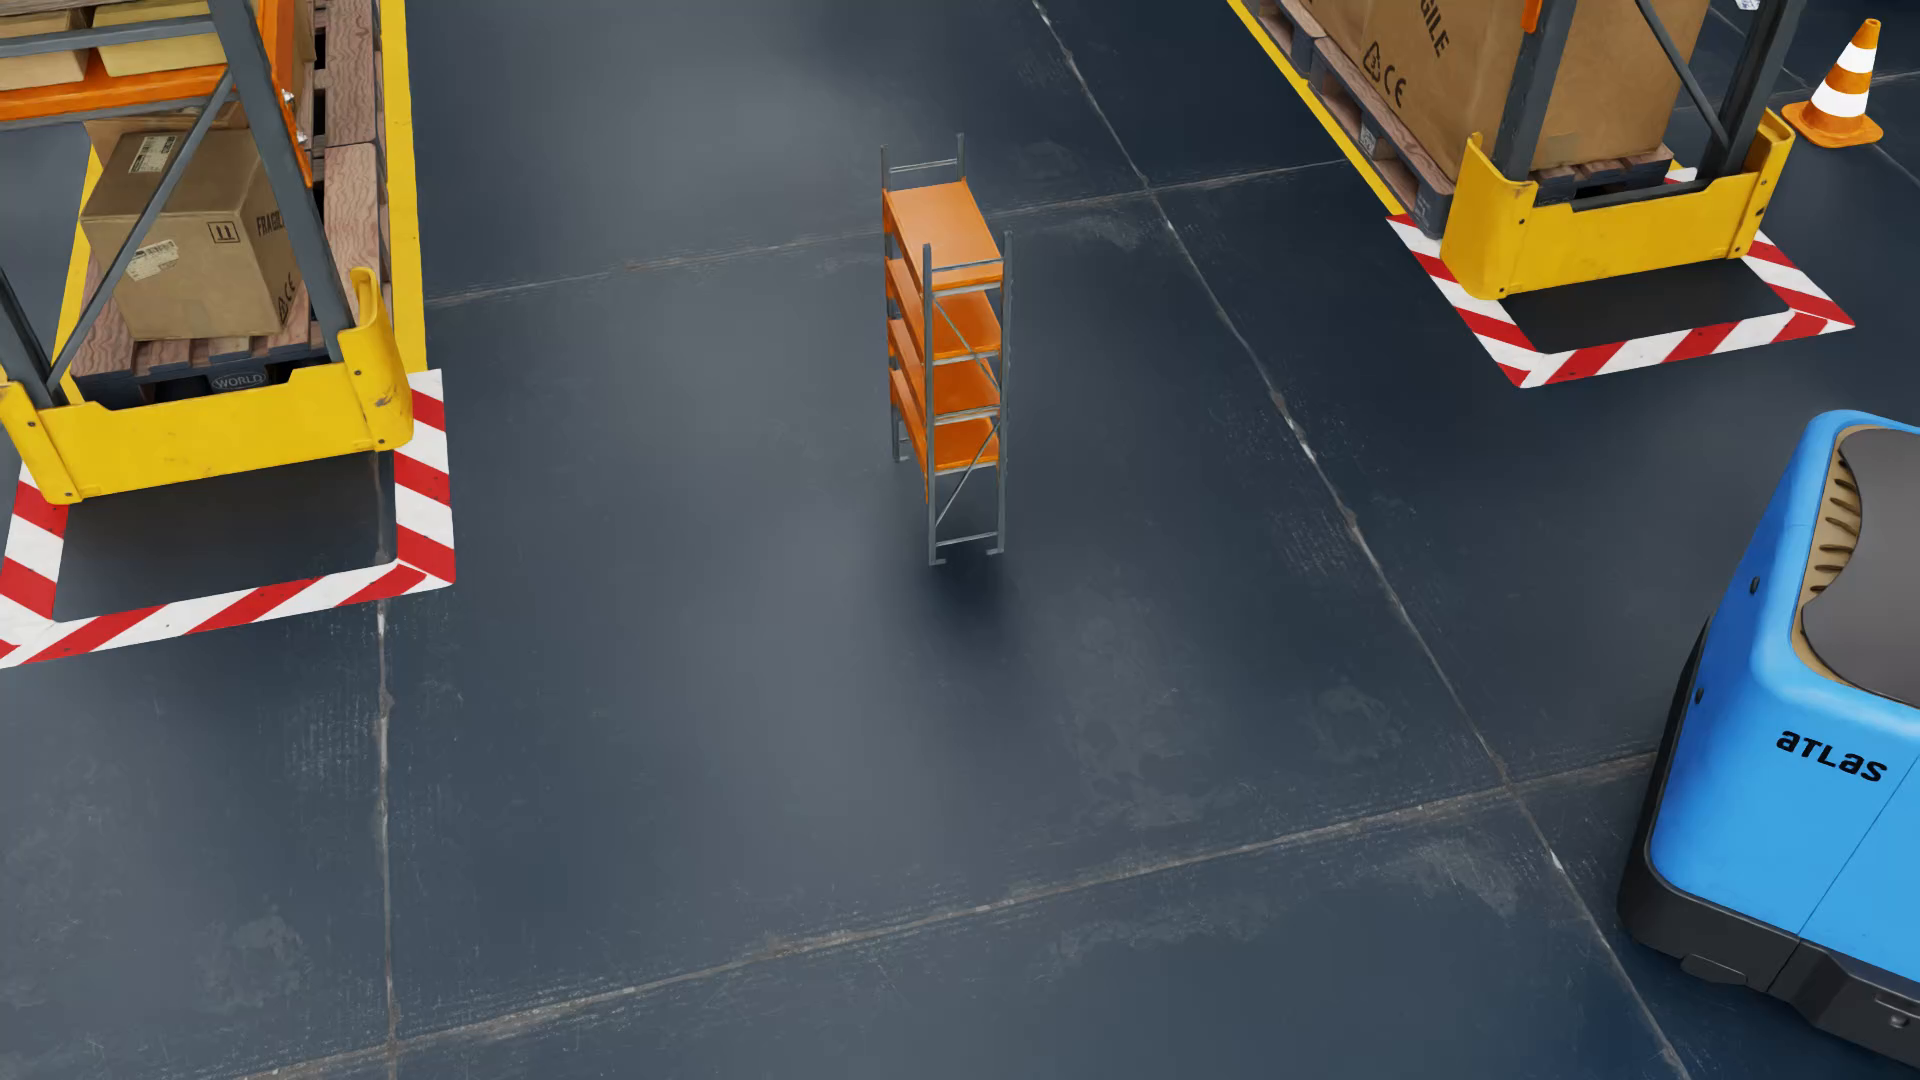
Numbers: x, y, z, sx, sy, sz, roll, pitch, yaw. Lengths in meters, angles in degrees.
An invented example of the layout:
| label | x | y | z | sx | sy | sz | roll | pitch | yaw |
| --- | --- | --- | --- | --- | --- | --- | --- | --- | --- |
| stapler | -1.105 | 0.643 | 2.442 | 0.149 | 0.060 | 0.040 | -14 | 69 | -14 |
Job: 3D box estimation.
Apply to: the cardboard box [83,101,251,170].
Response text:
| label | x | y | z | sx | sy | sz | roll | pitch | yaw |
| --- | --- | --- | --- | --- | --- | --- | --- | --- | --- |
| cardboard box | -2.745 | -1.438 | 6.016 | 0.500 | 0.500 | 0.500 | 0 | 46 | 0 |

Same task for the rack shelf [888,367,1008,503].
| label | x | y | z | sx | sy | sz | roll | pitch | yaw |
| --- | --- | --- | --- | --- | --- | --- | --- | --- | --- |
| rack shelf | -0.042 | -0.348 | 5.123 | 0.258 | 0.148 | 0.480 | -11 | 47 | -10 |

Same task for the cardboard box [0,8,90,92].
| label | x | y | z | sx | sy | sz | roll | pitch | yaw |
| --- | --- | --- | --- | --- | --- | --- | --- | --- | --- |
| cardboard box | -2.688 | -1.397 | 4.695 | 0.380 | 0.149 | 0.250 | -11 | 47 | -10 |

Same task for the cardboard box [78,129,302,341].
| label | x | y | z | sx | sy | sz | roll | pitch | yaw |
| --- | --- | --- | --- | --- | --- | --- | --- | --- | --- |
| cardboard box | -2.559 | -1.032 | 5.617 | 0.500 | 0.500 | 0.500 | -3 | 46 | -3 |

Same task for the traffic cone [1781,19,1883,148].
| label | x | y | z | sx | sy | sz | roll | pitch | yaw |
| --- | --- | --- | --- | --- | --- | --- | --- | --- | --- |
| traffic cone | 3.642 | -1.901 | 6.789 | 0.336 | 0.463 | 0.334 | -11 | 47 | -10 |

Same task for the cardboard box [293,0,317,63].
| label | x | y | z | sx | sy | sz | roll | pitch | yaw |
| --- | --- | --- | --- | --- | --- | --- | --- | --- | --- |
| cardboard box | -2.987 | -2.268 | 6.828 | 0.500 | 0.500 | 0.500 | -15 | 47 | -14 |

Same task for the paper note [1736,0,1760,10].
| label | x | y | z | sx | sy | sz | roll | pitch | yaw |
| --- | --- | --- | --- | --- | --- | --- | --- | --- | --- |
| paper note | 3.656 | -2.487 | 7.667 | 0.144 | 0.017 | 0.142 | 4 | 46 | 4 |

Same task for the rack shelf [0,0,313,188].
| label | x | y | z | sx | sy | sz | roll | pitch | yaw |
| --- | --- | --- | --- | --- | --- | --- | --- | --- | --- |
| rack shelf | -2.927 | -2.455 | 6.059 | 1.077 | 0.370 | 4.000 | -11 | 47 | -10 |

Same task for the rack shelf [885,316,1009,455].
| label | x | y | z | sx | sy | sz | roll | pitch | yaw |
| --- | --- | --- | --- | --- | --- | --- | --- | --- | --- |
| rack shelf | -0.042 | -0.487 | 4.982 | 0.258 | 0.148 | 0.480 | -11 | 47 | -10 |

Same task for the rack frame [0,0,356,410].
| label | x | y | z | sx | sy | sz | roll | pitch | yaw |
| --- | --- | --- | --- | --- | --- | --- | --- | --- | --- |
| rack frame | -2.415 | -1.326 | 4.449 | 1.000 | 3.000 | 0.127 | -11 | 47 | -10 |

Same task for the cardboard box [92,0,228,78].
| label | x | y | z | sx | sy | sz | roll | pitch | yaw |
| --- | --- | --- | --- | --- | --- | --- | --- | --- | --- |
| cardboard box | -2.258 | -1.478 | 4.774 | 0.380 | 0.149 | 0.250 | -11 | 47 | -10 |

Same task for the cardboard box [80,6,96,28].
| label | x | y | z | sx | sy | sz | roll | pitch | yaw |
| --- | --- | --- | --- | --- | --- | --- | --- | --- | --- |
| cardboard box | -2.751 | -1.570 | 4.864 | 0.380 | 0.149 | 0.250 | -11 | 47 | -10 |

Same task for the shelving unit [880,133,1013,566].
| label | x | y | z | sx | sy | sz | roll | pitch | yaw |
| --- | --- | --- | --- | --- | --- | --- | --- | --- | --- |
| shelving unit | -0.042 | -0.534 | 4.933 | 0.258 | 1.200 | 0.503 | -11 | 47 | -10 |

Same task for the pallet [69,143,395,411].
| label | x | y | z | sx | sy | sz | roll | pitch | yaw |
| --- | --- | --- | --- | --- | --- | --- | --- | --- | --- |
| pallet | -2.609 | -0.970 | 6.052 | 1.003 | 0.211 | 1.213 | -11 | 47 | -10 |

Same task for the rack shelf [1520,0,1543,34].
| label | x | y | z | sx | sy | sz | roll | pitch | yaw |
| --- | --- | --- | --- | --- | --- | --- | --- | --- | --- |
| rack shelf | 1.893 | -3.292 | 6.880 | 1.077 | 0.370 | 4.000 | -11 | 47 | -10 |

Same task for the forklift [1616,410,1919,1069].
| label | x | y | z | sx | sy | sz | roll | pitch | yaw |
| --- | --- | --- | --- | --- | --- | --- | --- | --- | --- |
| forklift | 3.216 | 0.177 | 3.025 | 3.031 | 2.935 | 1.130 | 20 | 49 | 19 |

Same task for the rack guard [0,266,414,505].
| label | x | y | z | sx | sy | sz | roll | pitch | yaw |
| --- | --- | --- | --- | --- | --- | --- | --- | --- | --- |
| rack guard | -2.435 | -0.503 | 5.393 | 1.175 | 0.500 | 0.348 | -11 | 47 | -10 |

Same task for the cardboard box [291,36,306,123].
| label | x | y | z | sx | sy | sz | roll | pitch | yaw |
| --- | --- | --- | --- | --- | --- | --- | --- | --- | --- |
| cardboard box | -2.887 | -1.874 | 6.443 | 0.500 | 0.500 | 0.500 | -7 | 46 | -7 |

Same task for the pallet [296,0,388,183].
| label | x | y | z | sx | sy | sz | roll | pitch | yaw |
| --- | --- | --- | --- | --- | --- | --- | --- | --- | --- |
| pallet | -2.917 | -1.810 | 6.876 | 1.003 | 0.211 | 1.213 | -11 | 47 | -10 |

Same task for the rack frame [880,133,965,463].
| label | x | y | z | sx | sy | sz | roll | pitch | yaw |
| --- | --- | --- | --- | --- | --- | --- | --- | --- | --- |
| rack frame | -0.105 | -0.703 | 5.099 | 0.240 | 1.200 | 0.015 | -11 | 47 | -10 |

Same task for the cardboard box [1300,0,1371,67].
| label | x | y | z | sx | sy | sz | roll | pitch | yaw |
| --- | --- | --- | --- | --- | --- | --- | --- | --- | --- |
| cardboard box | 1.941 | -2.629 | 6.920 | 0.875 | 0.875 | 0.875 | -11 | 47 | -11 |

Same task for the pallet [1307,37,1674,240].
| label | x | y | z | sx | sy | sz | roll | pitch | yaw |
| --- | --- | --- | --- | --- | --- | --- | --- | --- | --- |
| pallet | 2.125 | -1.724 | 6.792 | 1.003 | 0.211 | 1.213 | -11 | 47 | -10 |

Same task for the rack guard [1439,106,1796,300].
| label | x | y | z | sx | sy | sz | roll | pitch | yaw |
| --- | --- | --- | --- | --- | --- | --- | --- | --- | --- |
| rack guard | 2.411 | -1.271 | 6.146 | 1.175 | 0.500 | 0.348 | -11 | 47 | -10 |

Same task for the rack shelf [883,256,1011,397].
| label | x | y | z | sx | sy | sz | roll | pitch | yaw |
| --- | --- | --- | --- | --- | --- | --- | --- | --- | --- |
| rack shelf | -0.042 | -0.644 | 4.822 | 0.258 | 0.148 | 0.480 | -11 | 47 | -10 |

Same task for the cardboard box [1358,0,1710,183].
| label | x | y | z | sx | sy | sz | roll | pitch | yaw |
| --- | --- | --- | --- | --- | --- | --- | --- | --- | --- |
| cardboard box | 2.168 | -2.022 | 6.325 | 0.875 | 0.875 | 0.875 | -10 | 47 | -10 |

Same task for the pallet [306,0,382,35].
| label | x | y | z | sx | sy | sz | roll | pitch | yaw |
| --- | --- | --- | --- | --- | --- | --- | --- | --- | --- |
| pallet | -3.233 | -2.654 | 7.703 | 1.003 | 0.211 | 1.213 | -11 | 47 | -10 |

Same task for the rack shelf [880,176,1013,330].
| label | x | y | z | sx | sy | sz | roll | pitch | yaw |
| --- | --- | --- | --- | --- | --- | --- | --- | --- | --- |
| rack shelf | -0.042 | -0.809 | 4.653 | 0.258 | 0.148 | 0.480 | -11 | 47 | -10 |

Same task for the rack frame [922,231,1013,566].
| label | x | y | z | sx | sy | sz | roll | pitch | yaw |
| --- | --- | --- | --- | --- | --- | --- | --- | --- | --- |
| rack frame | 0.020 | -0.366 | 4.768 | 0.240 | 1.200 | 0.015 | -11 | 47 | -10 |

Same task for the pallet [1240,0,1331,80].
| label | x | y | z | sx | sy | sz | roll | pitch | yaw |
| --- | --- | --- | --- | --- | --- | --- | --- | --- | --- |
| pallet | 1.816 | -2.565 | 7.616 | 1.003 | 0.211 | 1.213 | -11 | 47 | -10 |

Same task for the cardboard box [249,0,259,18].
| label | x | y | z | sx | sy | sz | roll | pitch | yaw |
| --- | --- | --- | --- | --- | --- | --- | --- | --- | --- |
| cardboard box | -2.303 | -1.654 | 4.947 | 0.380 | 0.149 | 0.250 | -11 | 47 | -10 |

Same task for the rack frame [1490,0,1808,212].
| label | x | y | z | sx | sy | sz | roll | pitch | yaw |
| --- | --- | --- | --- | --- | --- | --- | --- | --- | --- |
| rack frame | 2.405 | -2.163 | 5.269 | 1.000 | 3.000 | 0.127 | -11 | 47 | -10 |
